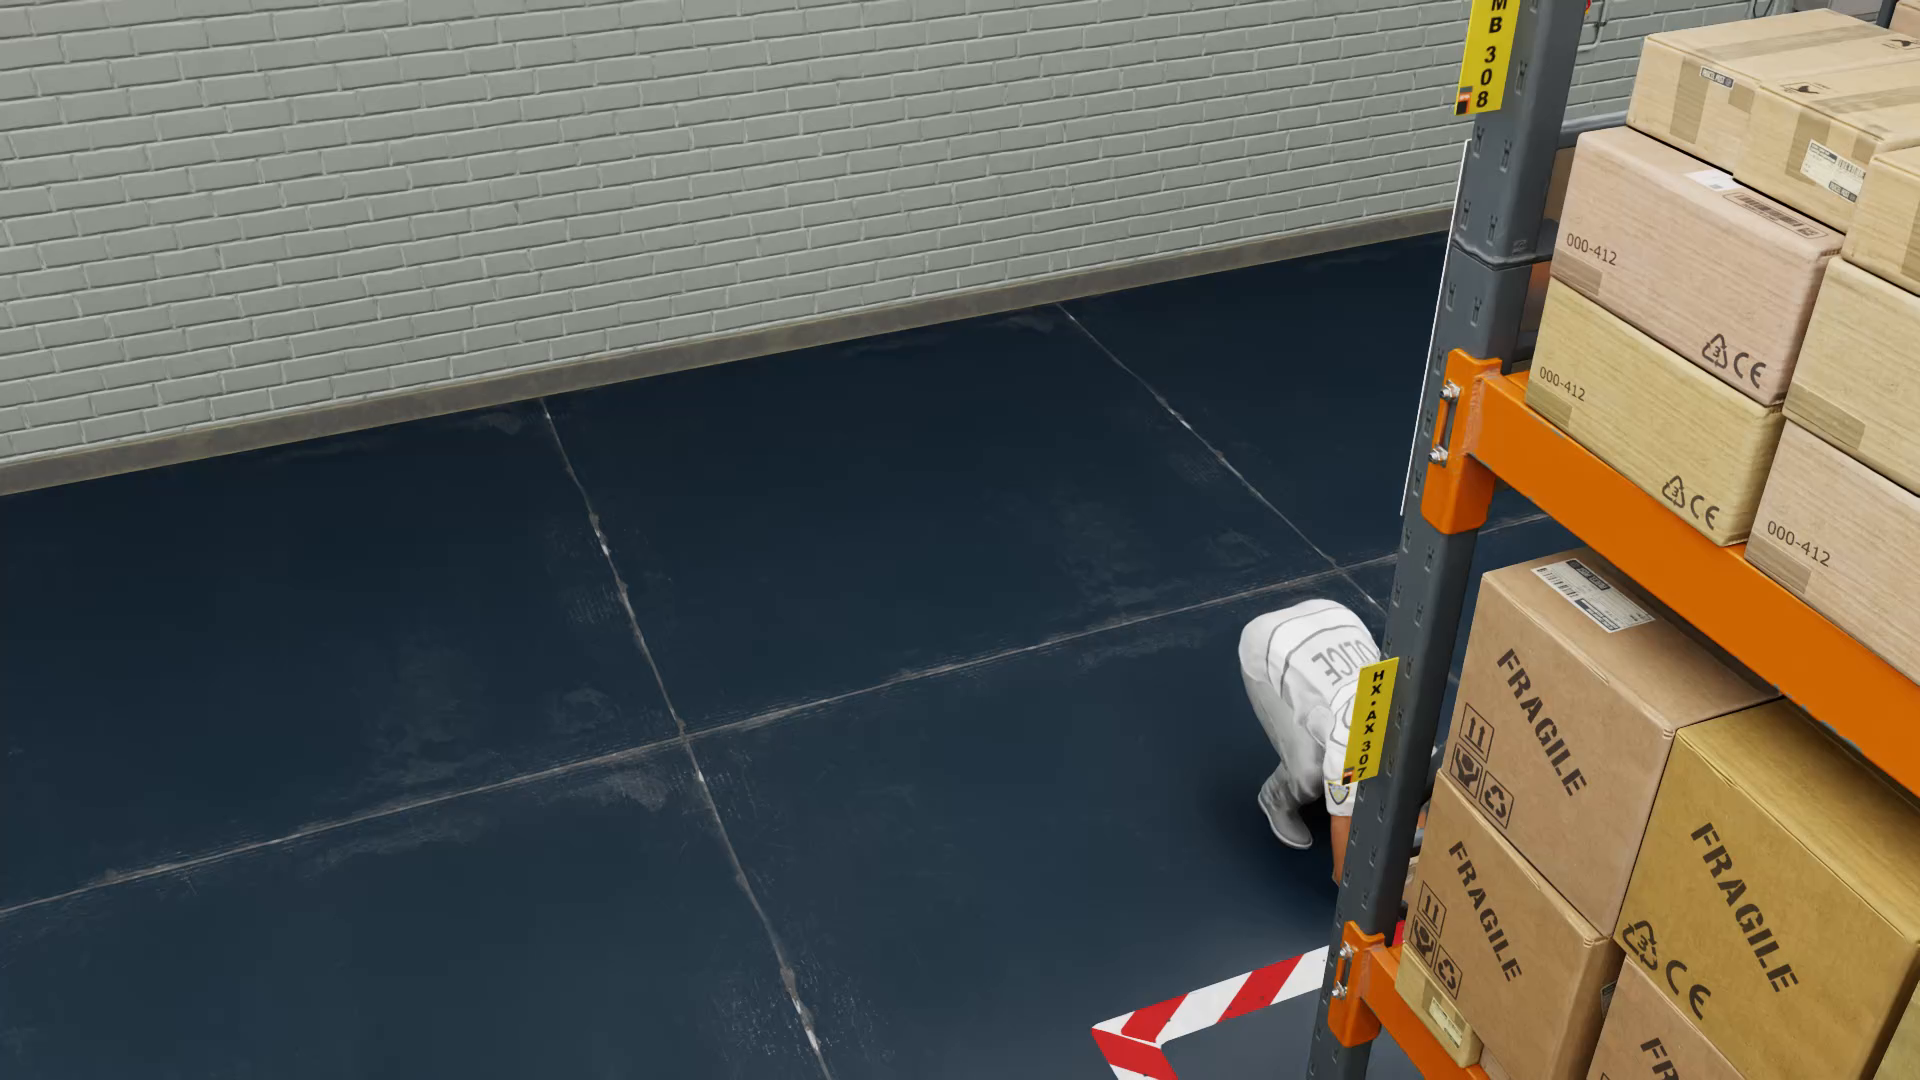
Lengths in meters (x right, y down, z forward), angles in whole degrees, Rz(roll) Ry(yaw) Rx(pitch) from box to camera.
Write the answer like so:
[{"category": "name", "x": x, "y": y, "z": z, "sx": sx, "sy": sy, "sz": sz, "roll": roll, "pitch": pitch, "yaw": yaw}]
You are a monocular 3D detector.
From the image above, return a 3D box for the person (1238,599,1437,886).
[{"category": "person", "x": 1.354, "y": 0.730, "z": 5.817, "sx": 0.512, "sy": 0.833, "sz": 0.920, "roll": -14, "pitch": 36, "yaw": -20}]
